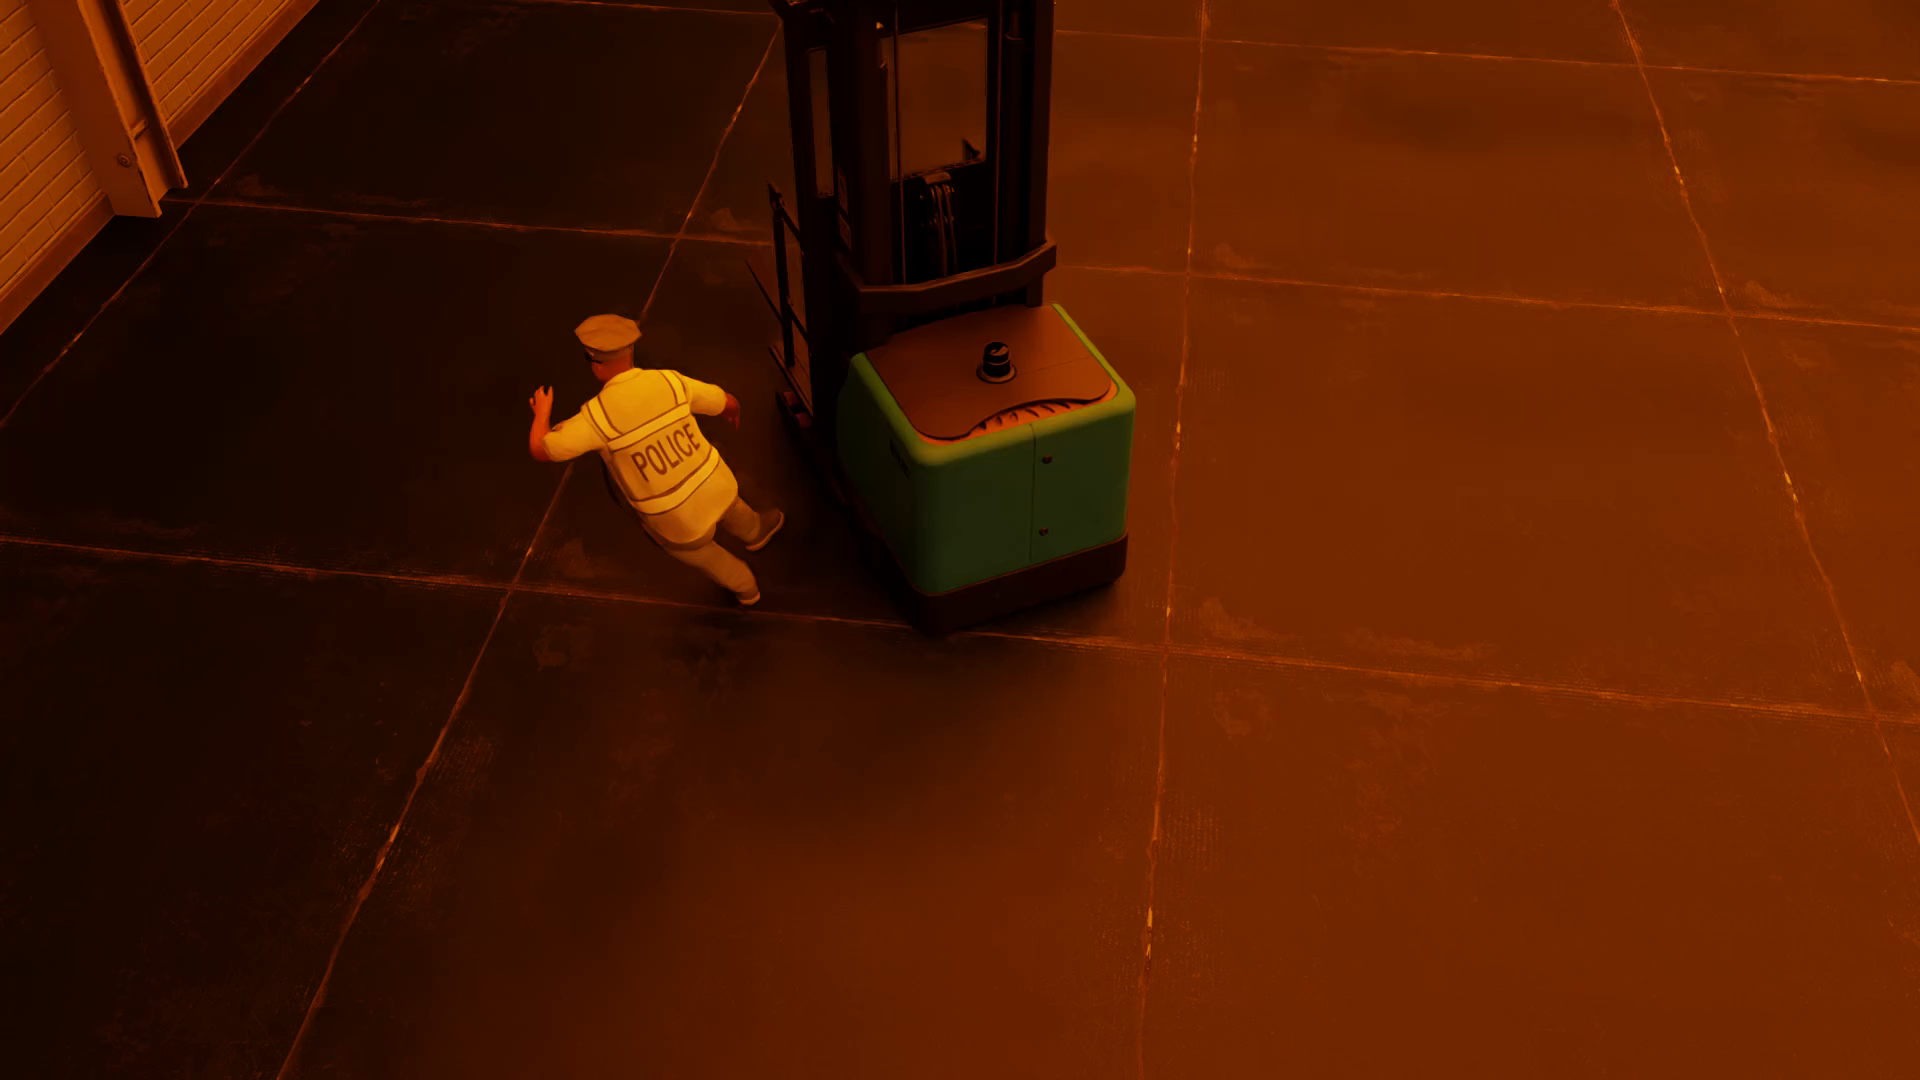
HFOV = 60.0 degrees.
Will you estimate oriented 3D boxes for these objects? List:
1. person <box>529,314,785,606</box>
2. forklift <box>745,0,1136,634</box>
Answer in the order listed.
[{"bbox_3d":[-1.271,-0.343,7.166,0.953,1.512,1.080,30,51,29],"label":"person"},{"bbox_3d":[-0.291,-1.668,7.540,1.130,2.935,3.031,-16,45,-17],"label":"forklift"}]
